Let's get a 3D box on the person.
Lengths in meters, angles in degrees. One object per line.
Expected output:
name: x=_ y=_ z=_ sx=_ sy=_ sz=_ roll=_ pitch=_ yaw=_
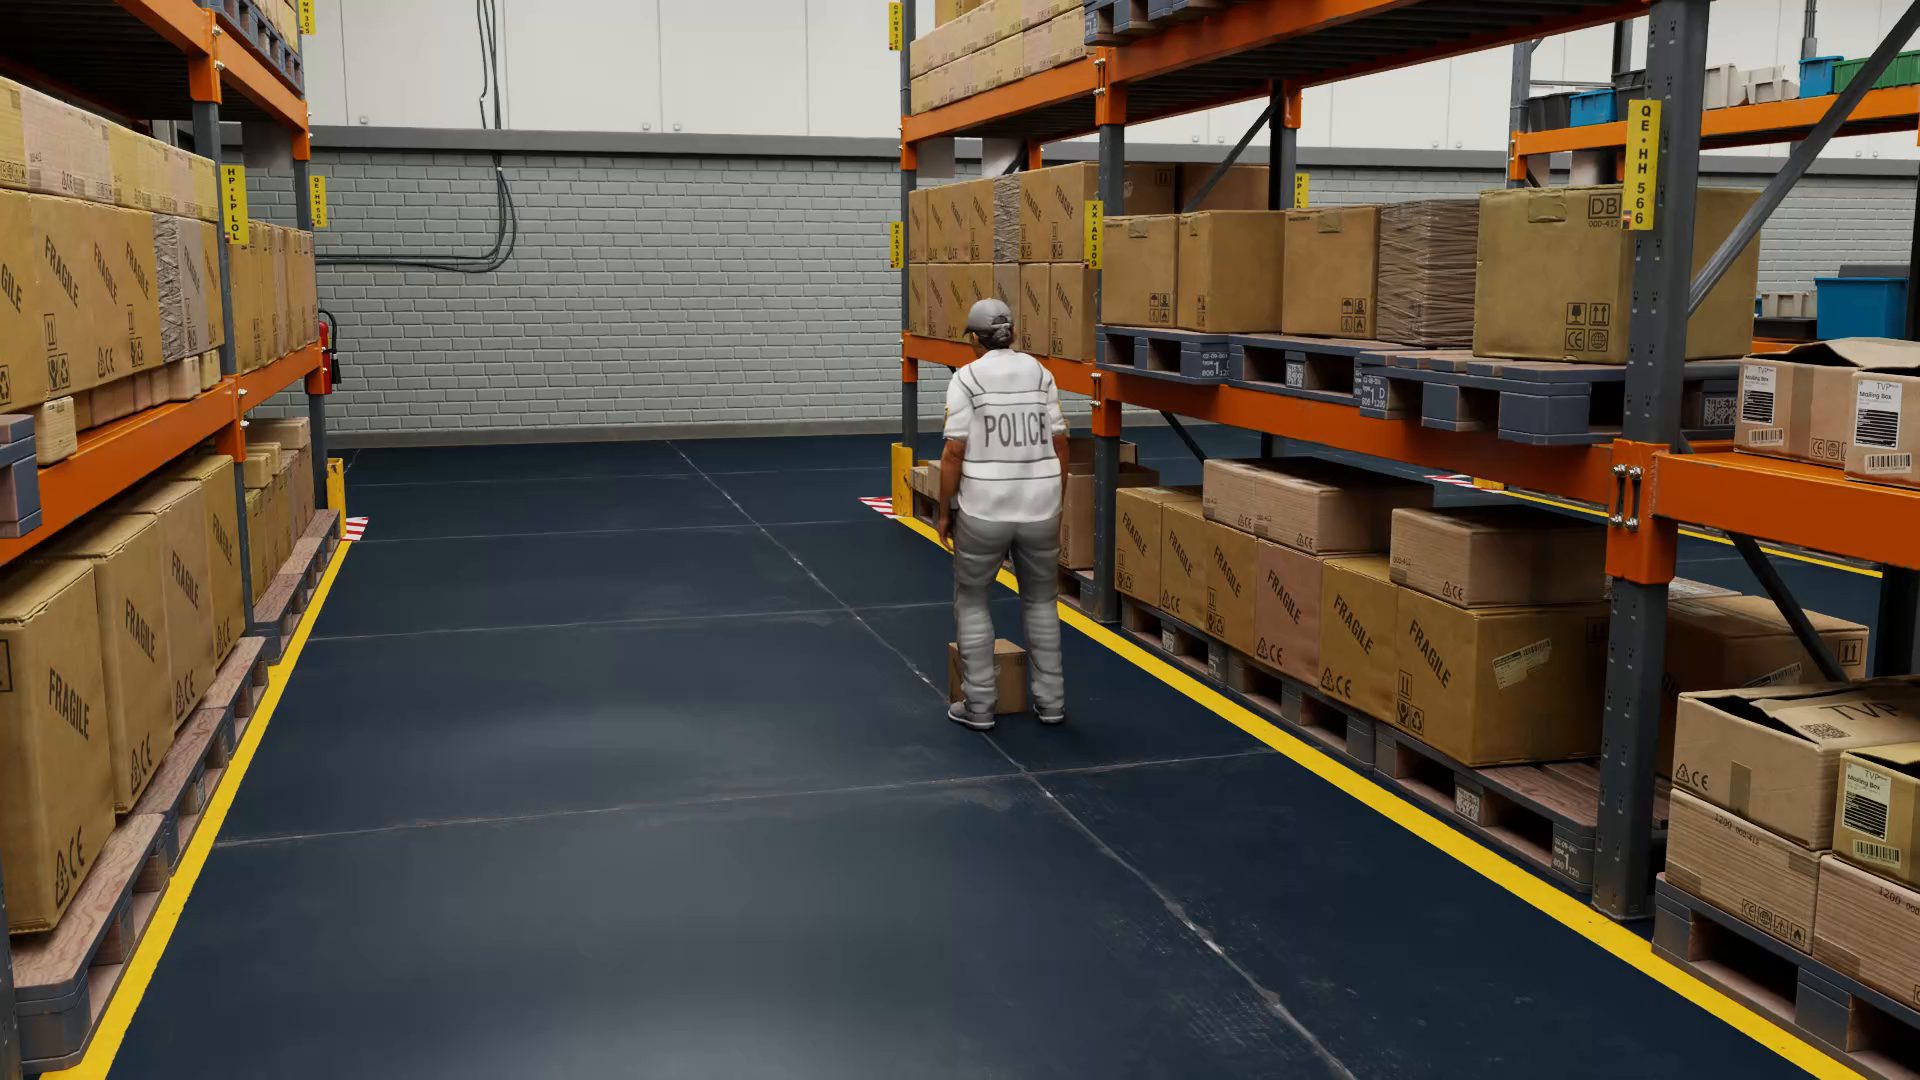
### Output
person: x=0.175 y=-0.102 z=6.479 sx=0.561 sy=1.665 sz=0.471 roll=-3 pitch=10 yaw=-18
